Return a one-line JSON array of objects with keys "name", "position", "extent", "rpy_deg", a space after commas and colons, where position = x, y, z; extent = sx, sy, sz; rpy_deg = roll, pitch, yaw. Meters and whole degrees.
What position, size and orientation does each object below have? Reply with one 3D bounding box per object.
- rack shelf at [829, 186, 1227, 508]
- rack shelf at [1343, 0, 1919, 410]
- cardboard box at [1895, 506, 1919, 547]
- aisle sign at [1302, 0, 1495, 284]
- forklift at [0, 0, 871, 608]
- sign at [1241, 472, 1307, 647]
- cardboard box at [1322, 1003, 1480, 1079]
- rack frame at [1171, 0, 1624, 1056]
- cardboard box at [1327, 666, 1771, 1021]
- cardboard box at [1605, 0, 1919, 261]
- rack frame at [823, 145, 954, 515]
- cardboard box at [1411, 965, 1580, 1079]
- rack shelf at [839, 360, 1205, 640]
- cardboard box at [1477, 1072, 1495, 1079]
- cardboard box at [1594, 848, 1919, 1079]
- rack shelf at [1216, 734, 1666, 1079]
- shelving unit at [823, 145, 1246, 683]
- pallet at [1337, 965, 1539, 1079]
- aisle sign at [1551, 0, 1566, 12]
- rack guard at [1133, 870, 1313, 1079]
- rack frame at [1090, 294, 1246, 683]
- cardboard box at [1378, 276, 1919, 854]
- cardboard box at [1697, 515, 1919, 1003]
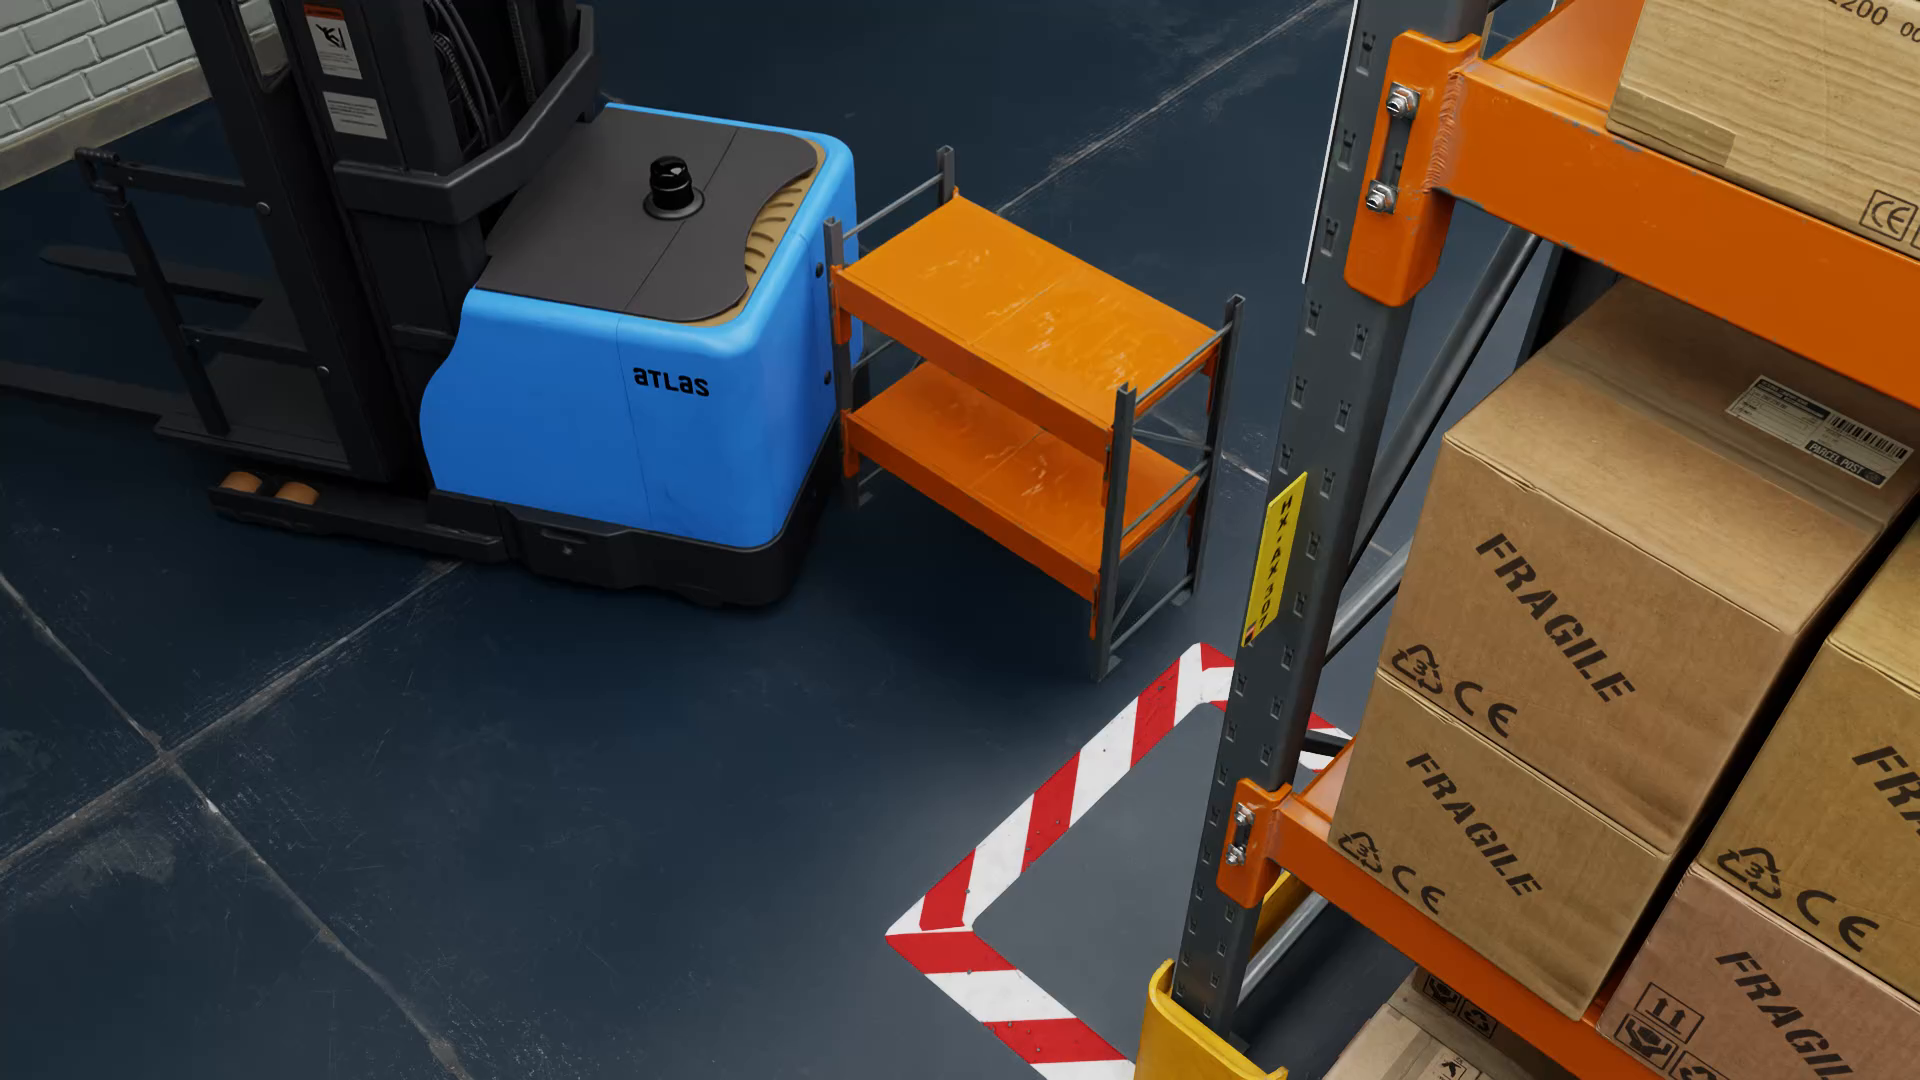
[{"name": "rack shelf", "position": [0.182, -0.559, 4.601], "extent": [1.000, 0.278, 0.538], "rpy_deg": [33, 55, 27]}, {"name": "rack shelf", "position": [2.323, 0.248, 1.396], "extent": [4.000, 0.370, 1.077], "rpy_deg": [34, 55, 28]}, {"name": "cardboard box", "position": [1.738, -0.015, 2.452], "extent": [0.500, 0.500, 0.500], "rpy_deg": [35, 56, 29]}, {"name": "aisle sign", "position": [0.604, -0.727, 2.092], "extent": [0.004, 0.787, 0.394], "rpy_deg": [34, 55, 28]}, {"name": "forklift", "position": [-1.874, -1.386, 4.541], "extent": [3.031, 2.935, 1.130], "rpy_deg": [11, 48, 10]}, {"name": "sign", "position": [0.485, 0.034, 2.567], "extent": [0.005, 0.325, 0.100], "rpy_deg": [34, 55, 28]}, {"name": "cardboard box", "position": [0.928, 1.256, 3.667], "extent": [0.250, 0.149, 0.380], "rpy_deg": [34, 55, 28]}, {"name": "rack frame", "position": [0.853, 0.040, 3.155], "extent": [0.127, 3.000, 1.000], "rpy_deg": [34, 55, 28]}, {"name": "cardboard box", "position": [1.000, 0.366, 2.780], "extent": [0.500, 0.500, 0.500], "rpy_deg": [35, 56, 28]}, {"name": "cardboard box", "position": [1.058, -0.546, 1.750], "extent": [0.500, 0.250, 0.500], "rpy_deg": [34, 55, 28]}, {"name": "rack frame", "position": [-0.195, -0.607, 5.048], "extent": [0.032, 1.125, 0.500], "rpy_deg": [33, 55, 27]}, {"name": "cardboard box", "position": [1.420, 0.881, 3.778], "extent": [0.500, 0.500, 0.500], "rpy_deg": [34, 55, 28]}, {"name": "rack shelf", "position": [0.182, -0.191, 4.993], "extent": [1.000, 0.278, 0.538], "rpy_deg": [33, 55, 27]}, {"name": "cardboard box", "position": [1.111, 1.374, 3.544], "extent": [0.250, 0.166, 0.380], "rpy_deg": [34, 55, 28]}, {"name": "cardboard box", "position": [1.383, 0.618, 2.543], "extent": [0.500, 0.500, 0.500], "rpy_deg": [33, 55, 27]}, {"name": "rack shelf", "position": [2.323, 1.275, 2.489], "extent": [4.000, 0.370, 1.077], "rpy_deg": [34, 55, 28]}, {"name": "shelving unit", "position": [0.182, -0.358, 4.815], "extent": [1.048, 1.125, 0.538], "rpy_deg": [33, 55, 27]}, {"name": "pallet", "position": [1.495, 1.425, 3.767], "extent": [1.213, 0.211, 1.003], "rpy_deg": [34, 55, 28]}, {"name": "aisle sign", "position": [1.011, -1.048, 2.393], "extent": [0.004, 0.787, 0.394], "rpy_deg": [34, 55, 28]}, {"name": "rack guard", "position": [0.909, 0.933, 4.031], "extent": [0.348, 0.500, 1.175], "rpy_deg": [34, 55, 28]}, {"name": "rack frame", "position": [0.560, -0.110, 4.582], "extent": [0.032, 1.125, 0.500], "rpy_deg": [33, 55, 27]}, {"name": "cardboard box", "position": [1.000, 0.024, 2.416], "extent": [0.500, 0.500, 0.500], "rpy_deg": [36, 56, 29]}, {"name": "cardboard box", "position": [1.390, 0.278, 2.177], "extent": [0.500, 0.500, 0.500], "rpy_deg": [35, 56, 28]}]
